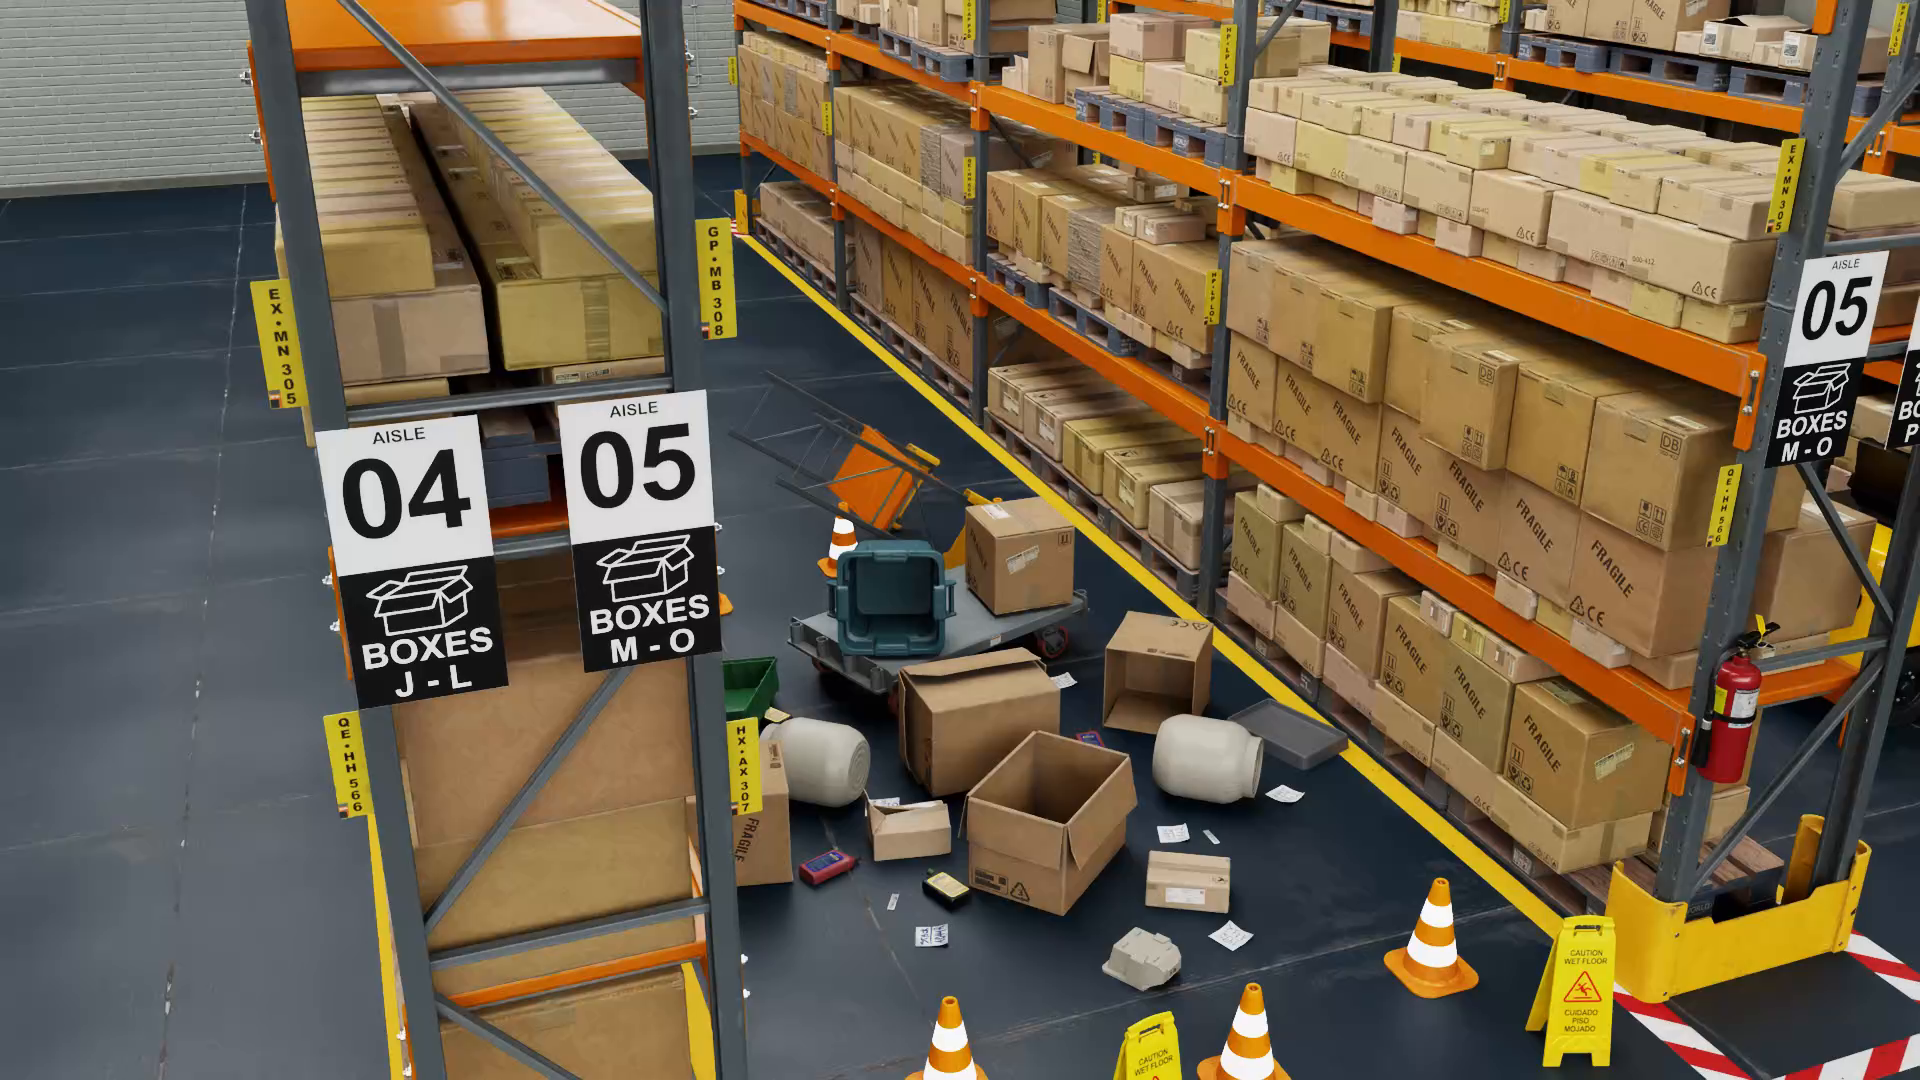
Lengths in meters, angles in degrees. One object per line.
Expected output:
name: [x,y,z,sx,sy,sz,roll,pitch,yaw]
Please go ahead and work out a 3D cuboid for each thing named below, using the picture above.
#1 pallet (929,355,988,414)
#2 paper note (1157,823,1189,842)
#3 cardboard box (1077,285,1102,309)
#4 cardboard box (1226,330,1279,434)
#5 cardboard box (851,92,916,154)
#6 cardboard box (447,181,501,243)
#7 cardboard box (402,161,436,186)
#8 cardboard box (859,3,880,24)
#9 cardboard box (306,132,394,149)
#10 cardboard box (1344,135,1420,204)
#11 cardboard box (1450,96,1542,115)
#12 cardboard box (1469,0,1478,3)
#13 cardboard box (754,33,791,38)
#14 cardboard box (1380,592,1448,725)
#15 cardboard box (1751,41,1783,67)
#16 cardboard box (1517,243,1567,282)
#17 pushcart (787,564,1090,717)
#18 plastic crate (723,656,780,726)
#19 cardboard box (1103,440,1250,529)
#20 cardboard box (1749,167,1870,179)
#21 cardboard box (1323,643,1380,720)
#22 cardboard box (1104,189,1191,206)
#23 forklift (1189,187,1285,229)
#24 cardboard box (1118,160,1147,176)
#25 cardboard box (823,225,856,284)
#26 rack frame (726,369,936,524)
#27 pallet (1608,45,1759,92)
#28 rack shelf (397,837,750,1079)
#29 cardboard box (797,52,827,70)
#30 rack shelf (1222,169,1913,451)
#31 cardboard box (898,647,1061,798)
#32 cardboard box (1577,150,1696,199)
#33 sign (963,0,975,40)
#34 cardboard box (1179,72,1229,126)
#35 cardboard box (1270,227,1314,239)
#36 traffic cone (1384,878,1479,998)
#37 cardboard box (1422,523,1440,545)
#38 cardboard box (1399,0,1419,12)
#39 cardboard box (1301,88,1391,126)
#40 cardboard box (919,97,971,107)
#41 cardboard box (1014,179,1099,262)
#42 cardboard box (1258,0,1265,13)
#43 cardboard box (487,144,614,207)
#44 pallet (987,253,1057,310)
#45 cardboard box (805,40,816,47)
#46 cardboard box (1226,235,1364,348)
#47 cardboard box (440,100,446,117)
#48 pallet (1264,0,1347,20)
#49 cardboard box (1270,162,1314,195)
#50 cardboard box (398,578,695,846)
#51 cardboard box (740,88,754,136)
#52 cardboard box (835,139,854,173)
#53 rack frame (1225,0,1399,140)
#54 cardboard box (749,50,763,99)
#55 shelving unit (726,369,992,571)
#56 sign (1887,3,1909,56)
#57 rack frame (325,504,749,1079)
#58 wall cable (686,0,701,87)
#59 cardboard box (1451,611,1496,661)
pallet: [0.385,-1.437,14.887,1.003,0.211,1.213,-8,24,-19]
paper note: [1.063,1.456,8.272,0.148,0.019,0.142,0,23,-1]
cardboard box: [1.059,-1.765,11.859,0.380,0.149,0.250,-8,24,-17]
cardboard box: [1.900,-0.957,9.646,0.500,0.500,0.500,-8,24,-19]
cardboard box: [-0.728,-4.005,15.974,0.500,0.500,0.500,-8,24,-19]
cardboard box: [-1.466,-1.070,5.706,0.500,0.250,0.500,-9,24,-19]
cardboard box: [-2.141,-1.179,5.964,0.500,0.250,0.500,-8,24,-19]
cardboard box: [-0.701,-4.839,15.266,0.380,0.166,0.250,-10,25,-23]
cardboard box: [-2.152,-1.306,5.751,0.380,0.149,0.250,-8,24,-19]
cardboard box: [2.261,-1.854,8.236,0.500,0.250,0.500,-8,24,-19]
cardboard box: [2.704,-2.144,8.409,0.380,0.149,0.250,-9,24,-20]
cardboard box: [4.843,-4.936,15.033,0.380,0.149,0.250,-9,25,-21]
cardboard box: [-2.208,-5.885,19.600,0.380,0.149,0.250,-8,24,-18]
cardboard box: [2.533,0.581,8.544,0.500,0.500,0.500,-9,24,-20]
cardboard box: [5.975,-3.518,12.027,0.380,0.149,0.250,-8,24,-19]
cardboard box: [2.691,-1.248,7.311,0.380,0.149,0.250,-9,24,-19]
pushcart: [-0.110,0.568,9.917,1.648,0.377,0.936,-18,29,-37]
plastic crate: [-1.302,0.897,9.306,0.450,0.188,0.662,-6,21,12]
cardboard box: [1.561,-0.405,11.692,0.950,0.372,0.625,-7,24,-16]
cardboard box: [3.380,-1.399,6.641,0.380,0.149,0.250,-8,24,-19]
cardboard box: [2.351,0.738,9.136,0.500,0.250,0.500,-9,24,-20]
cardboard box: [1.386,-2.305,12.304,0.500,0.500,0.500,-10,25,-23]
forklift: [2.714,-2.675,14.324,3.031,2.935,1.130,-5,23,-12]
cardboard box: [2.536,-4.822,22.002,0.797,0.503,0.637,-9,25,-21]
cardboard box: [-0.942,-3.134,18.082,0.875,0.438,0.875,-9,24,-20]
rack frame: [-0.870,-0.627,11.511,1.500,0.500,0.032,28,7,-32]
pallet: [5.956,-3.762,13.196,1.003,0.211,1.213,-7,24,-17]
rack shelf: [-1.883,0.802,6.910,1.077,0.370,4.000,-8,24,-19]
cardboard box: [-1.526,-5.131,17.809,0.380,0.149,0.250,-9,24,-19]
rack shelf: [2.712,-1.296,8.026,1.077,0.370,4.000,-8,24,-19]
cardboard box: [0.092,0.940,8.697,0.797,0.637,0.503,-8,24,-19]
cardboard box: [2.819,-1.523,6.936,0.380,0.149,0.250,-8,24,-19]
sign: [0.071,-4.009,12.769,0.100,0.325,0.005,-8,24,-19]
cardboard box: [1.664,-2.671,10.014,0.500,0.250,0.500,-9,24,-20]
cardboard box: [2.170,-1.867,10.429,0.380,0.149,0.250,-8,24,-19]
traffic cone: [2.060,1.672,7.188,0.336,0.463,0.334,-8,24,-19]
cardboard box: [2.565,-0.067,8.370,0.380,0.149,0.250,-8,24,-19]
cardboard box: [4.454,-5.171,15.975,0.380,0.149,0.250,-8,24,-17]
cardboard box: [2.016,-2.259,8.681,0.380,0.149,0.250,-9,25,-21]
cardboard box: [-0.077,-3.883,15.686,0.500,0.500,0.500,-8,24,-17]
cardboard box: [0.726,-2.418,12.572,0.500,0.500,0.500,-7,24,-16]
cardboard box: [3.419,-5.917,18.389,0.380,0.149,0.250,-9,24,-19]
cardboard box: [-1.355,-1.210,5.525,0.380,0.149,0.250,-9,24,-20]
pallet: [0.944,-2.092,13.099,1.213,0.211,1.003,-8,24,-19]
cardboard box: [-1.561,-5.662,19.069,0.380,0.149,0.250,-9,24,-19]
cardboard box: [1.958,-1.426,9.472,0.700,0.500,0.500,-9,24,-20]
cardboard box: [-2.073,-1.948,7.275,0.380,0.149,0.250,-8,24,-19]
pallet: [3.987,-5.610,17.578,1.213,0.211,1.003,-8,24,-19]
cardboard box: [1.924,-1.988,9.066,0.380,0.149,0.250,-8,24,-19]
cardboard box: [-1.271,0.491,5.140,0.875,0.550,0.550,-8,24,-19]
cardboard box: [-2.332,-5.164,20.011,0.500,0.500,0.500,-9,24,-19]
cardboard box: [-0.929,-3.841,16.551,0.500,0.250,0.500,-9,24,-21]
rack frame: [2.006,-3.736,9.028,1.000,3.000,0.127,-8,24,-19]
cardboard box: [-2.141,-5.438,19.375,0.500,0.500,0.500,-9,24,-20]
shelving unit: [-0.669,-0.453,11.089,1.500,0.587,1.083,28,7,-32]
sign: [6.144,-3.342,10.883,0.100,0.325,0.005,-8,24,-19]
rack frame: [-1.176,1.198,5.046,1.000,3.000,0.127,-8,24,-19]
wall cable: [-4.247,-7.860,25.188,0.585,1.953,0.123,-8,24,-19]
cardboard box: [2.613,0.440,8.044,0.380,0.149,0.250,-8,24,-18]
